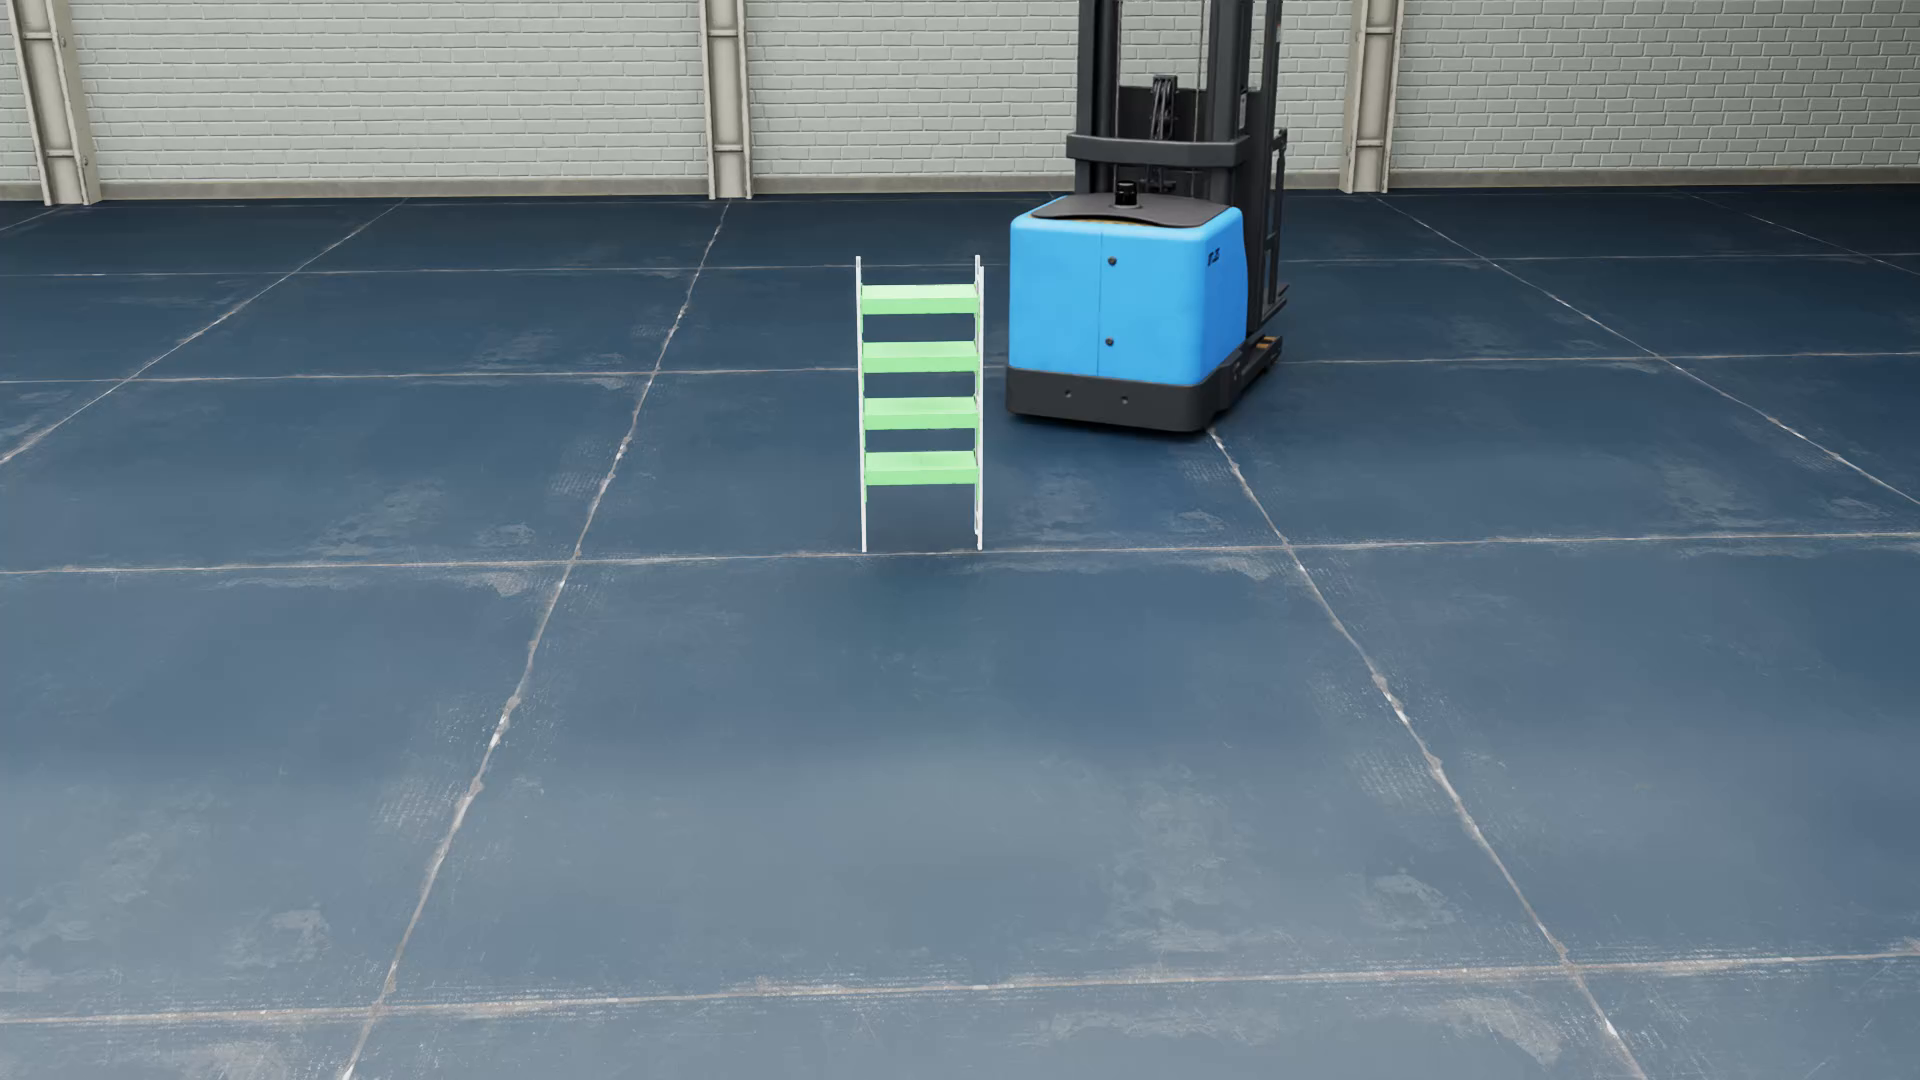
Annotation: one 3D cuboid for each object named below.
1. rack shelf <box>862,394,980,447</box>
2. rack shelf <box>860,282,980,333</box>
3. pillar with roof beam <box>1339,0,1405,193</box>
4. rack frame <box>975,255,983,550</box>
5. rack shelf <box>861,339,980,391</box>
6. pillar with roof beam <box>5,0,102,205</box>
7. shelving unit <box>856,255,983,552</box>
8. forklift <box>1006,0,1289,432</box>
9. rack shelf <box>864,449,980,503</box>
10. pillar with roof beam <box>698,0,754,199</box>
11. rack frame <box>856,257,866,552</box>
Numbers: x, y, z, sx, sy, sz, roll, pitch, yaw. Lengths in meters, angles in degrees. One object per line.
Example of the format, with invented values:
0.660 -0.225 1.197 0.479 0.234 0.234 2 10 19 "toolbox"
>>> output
-0.165 -0.498 6.921 0.480 0.148 0.258 -1 21 -3 "rack shelf"
-0.165 -0.946 6.751 0.480 0.148 0.258 -1 21 -3 "rack shelf"
4.096 -6.020 10.287 0.400 9.000 9.100 -1 21 -3 "pillar with roof beam"
0.078 -0.562 6.912 0.015 1.200 0.240 -1 21 -3 "rack frame"
-0.165 -0.722 6.836 0.480 0.148 0.258 -1 21 -3 "rack shelf"
-7.884 -5.777 9.646 0.400 9.000 9.100 -1 21 -3 "pillar with roof beam"
-0.165 -0.557 6.899 0.503 1.200 0.258 -1 21 -3 "shelving unit"
1.270 -2.401 9.307 1.130 2.935 3.031 8 22 21 "forklift"
-0.165 -0.273 7.007 0.480 0.148 0.258 -1 21 -3 "rack shelf"
-1.894 -5.898 9.966 0.400 9.000 9.100 -1 21 -3 "pillar with roof beam"
-0.409 -0.552 6.886 0.015 1.200 0.240 -1 21 -3 "rack frame"
